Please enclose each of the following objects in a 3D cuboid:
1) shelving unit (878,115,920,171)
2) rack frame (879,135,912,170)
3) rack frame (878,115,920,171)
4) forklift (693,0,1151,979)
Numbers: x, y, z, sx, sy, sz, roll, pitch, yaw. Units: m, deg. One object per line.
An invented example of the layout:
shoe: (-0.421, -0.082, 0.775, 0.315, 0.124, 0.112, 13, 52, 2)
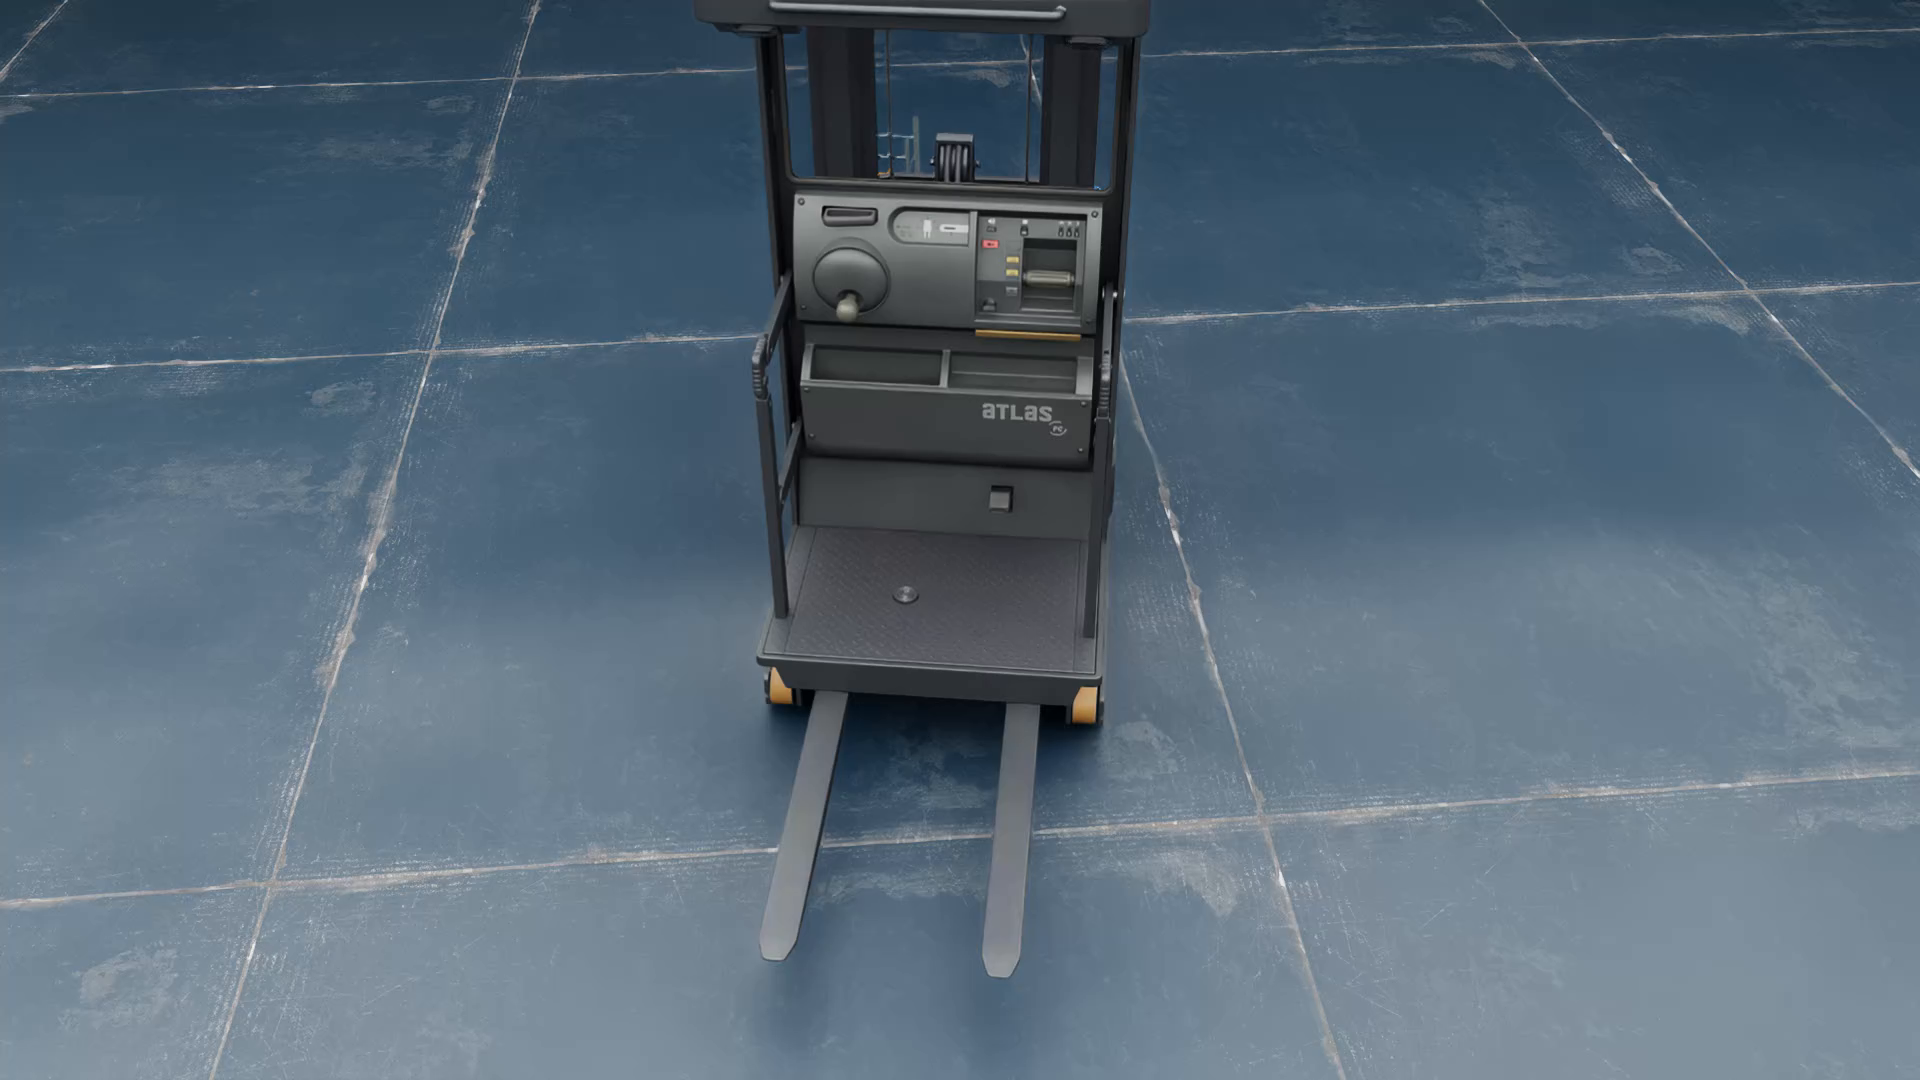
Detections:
shelving unit: (-0.284, -1.109, 6.683, 0.258, 1.200, 0.189, 4, 38, 7)
rack frame: (-0.296, -1.053, 6.612, 0.240, 1.200, 0.006, 4, 38, 7)
rack frame: (-0.271, -1.165, 6.755, 0.240, 1.200, 0.006, 4, 38, 7)
forklift: (-0.058, -0.765, 4.854, 1.130, 2.935, 3.031, 3, 38, 4)
